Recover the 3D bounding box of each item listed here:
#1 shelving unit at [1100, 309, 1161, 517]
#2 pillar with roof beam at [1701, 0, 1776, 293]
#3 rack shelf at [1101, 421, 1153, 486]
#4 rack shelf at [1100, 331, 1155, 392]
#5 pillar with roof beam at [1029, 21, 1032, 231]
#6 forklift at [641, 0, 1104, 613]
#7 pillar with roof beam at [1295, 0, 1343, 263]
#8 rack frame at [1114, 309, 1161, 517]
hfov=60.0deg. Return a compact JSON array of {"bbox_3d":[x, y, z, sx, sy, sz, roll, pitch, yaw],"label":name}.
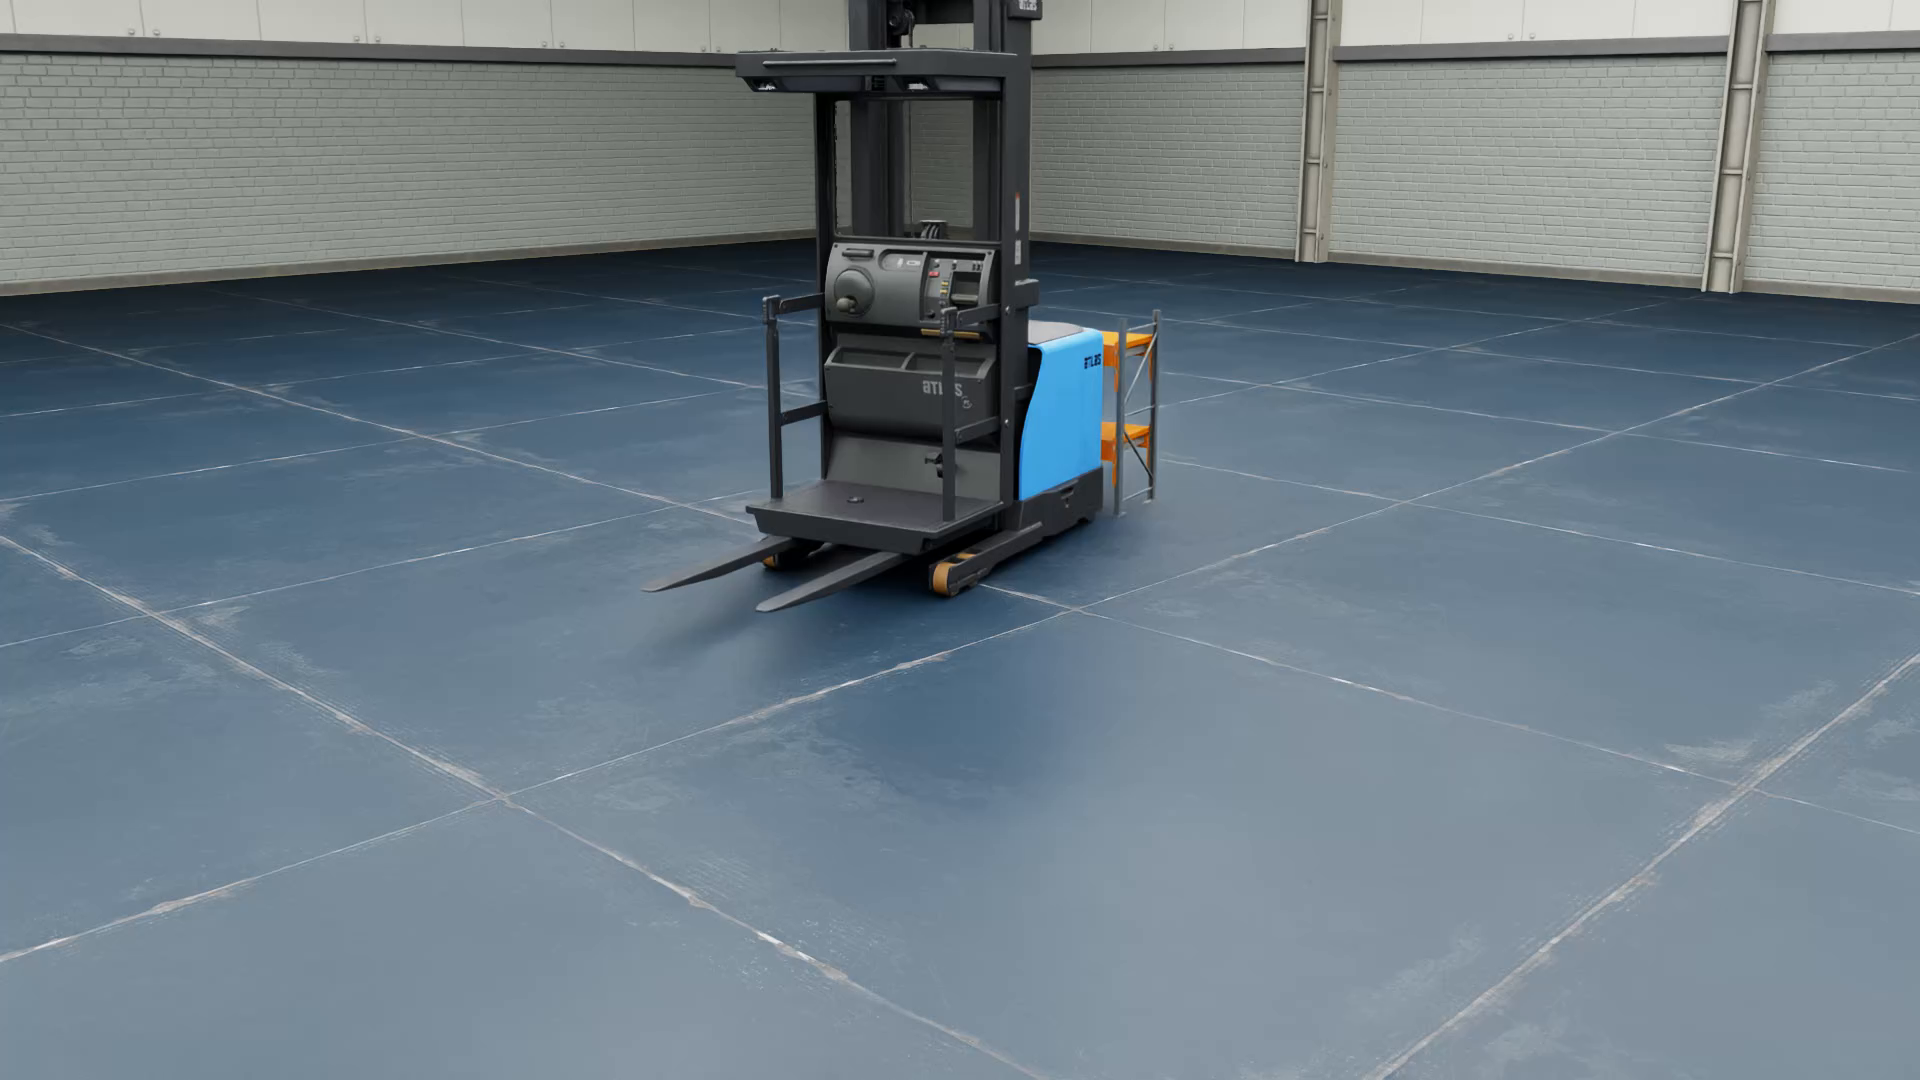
[{"bbox_3d":[0.580,-0.795,9.752,1.048,1.125,0.538,9,17,30],"label":"shelving unit"},{"bbox_3d":[6.621,-6.713,16.849,0.400,9.000,9.100,14,20,42],"label":"pillar with roof beam"},{"bbox_3d":[0.580,-0.558,9.814,1.000,0.278,0.538,9,17,30],"label":"rack shelf"},{"bbox_3d":[0.580,-1.078,9.678,1.000,0.278,0.538,9,17,30],"label":"rack shelf"},{"bbox_3d":[-2.018,-8.813,24.909,0.400,9.000,9.100,14,20,42],"label":"pillar with roof beam"},{"bbox_3d":[-0.356,-1.279,8.029,1.130,2.935,3.031,8,17,28],"label":"forklift"},{"bbox_3d":[2.302,-7.763,20.879,0.400,9.000,9.100,14,20,42],"label":"pillar with roof beam"},{"bbox_3d":[1.015,-0.729,9.498,0.032,1.125,0.500,9,17,30],"label":"rack frame"}]
